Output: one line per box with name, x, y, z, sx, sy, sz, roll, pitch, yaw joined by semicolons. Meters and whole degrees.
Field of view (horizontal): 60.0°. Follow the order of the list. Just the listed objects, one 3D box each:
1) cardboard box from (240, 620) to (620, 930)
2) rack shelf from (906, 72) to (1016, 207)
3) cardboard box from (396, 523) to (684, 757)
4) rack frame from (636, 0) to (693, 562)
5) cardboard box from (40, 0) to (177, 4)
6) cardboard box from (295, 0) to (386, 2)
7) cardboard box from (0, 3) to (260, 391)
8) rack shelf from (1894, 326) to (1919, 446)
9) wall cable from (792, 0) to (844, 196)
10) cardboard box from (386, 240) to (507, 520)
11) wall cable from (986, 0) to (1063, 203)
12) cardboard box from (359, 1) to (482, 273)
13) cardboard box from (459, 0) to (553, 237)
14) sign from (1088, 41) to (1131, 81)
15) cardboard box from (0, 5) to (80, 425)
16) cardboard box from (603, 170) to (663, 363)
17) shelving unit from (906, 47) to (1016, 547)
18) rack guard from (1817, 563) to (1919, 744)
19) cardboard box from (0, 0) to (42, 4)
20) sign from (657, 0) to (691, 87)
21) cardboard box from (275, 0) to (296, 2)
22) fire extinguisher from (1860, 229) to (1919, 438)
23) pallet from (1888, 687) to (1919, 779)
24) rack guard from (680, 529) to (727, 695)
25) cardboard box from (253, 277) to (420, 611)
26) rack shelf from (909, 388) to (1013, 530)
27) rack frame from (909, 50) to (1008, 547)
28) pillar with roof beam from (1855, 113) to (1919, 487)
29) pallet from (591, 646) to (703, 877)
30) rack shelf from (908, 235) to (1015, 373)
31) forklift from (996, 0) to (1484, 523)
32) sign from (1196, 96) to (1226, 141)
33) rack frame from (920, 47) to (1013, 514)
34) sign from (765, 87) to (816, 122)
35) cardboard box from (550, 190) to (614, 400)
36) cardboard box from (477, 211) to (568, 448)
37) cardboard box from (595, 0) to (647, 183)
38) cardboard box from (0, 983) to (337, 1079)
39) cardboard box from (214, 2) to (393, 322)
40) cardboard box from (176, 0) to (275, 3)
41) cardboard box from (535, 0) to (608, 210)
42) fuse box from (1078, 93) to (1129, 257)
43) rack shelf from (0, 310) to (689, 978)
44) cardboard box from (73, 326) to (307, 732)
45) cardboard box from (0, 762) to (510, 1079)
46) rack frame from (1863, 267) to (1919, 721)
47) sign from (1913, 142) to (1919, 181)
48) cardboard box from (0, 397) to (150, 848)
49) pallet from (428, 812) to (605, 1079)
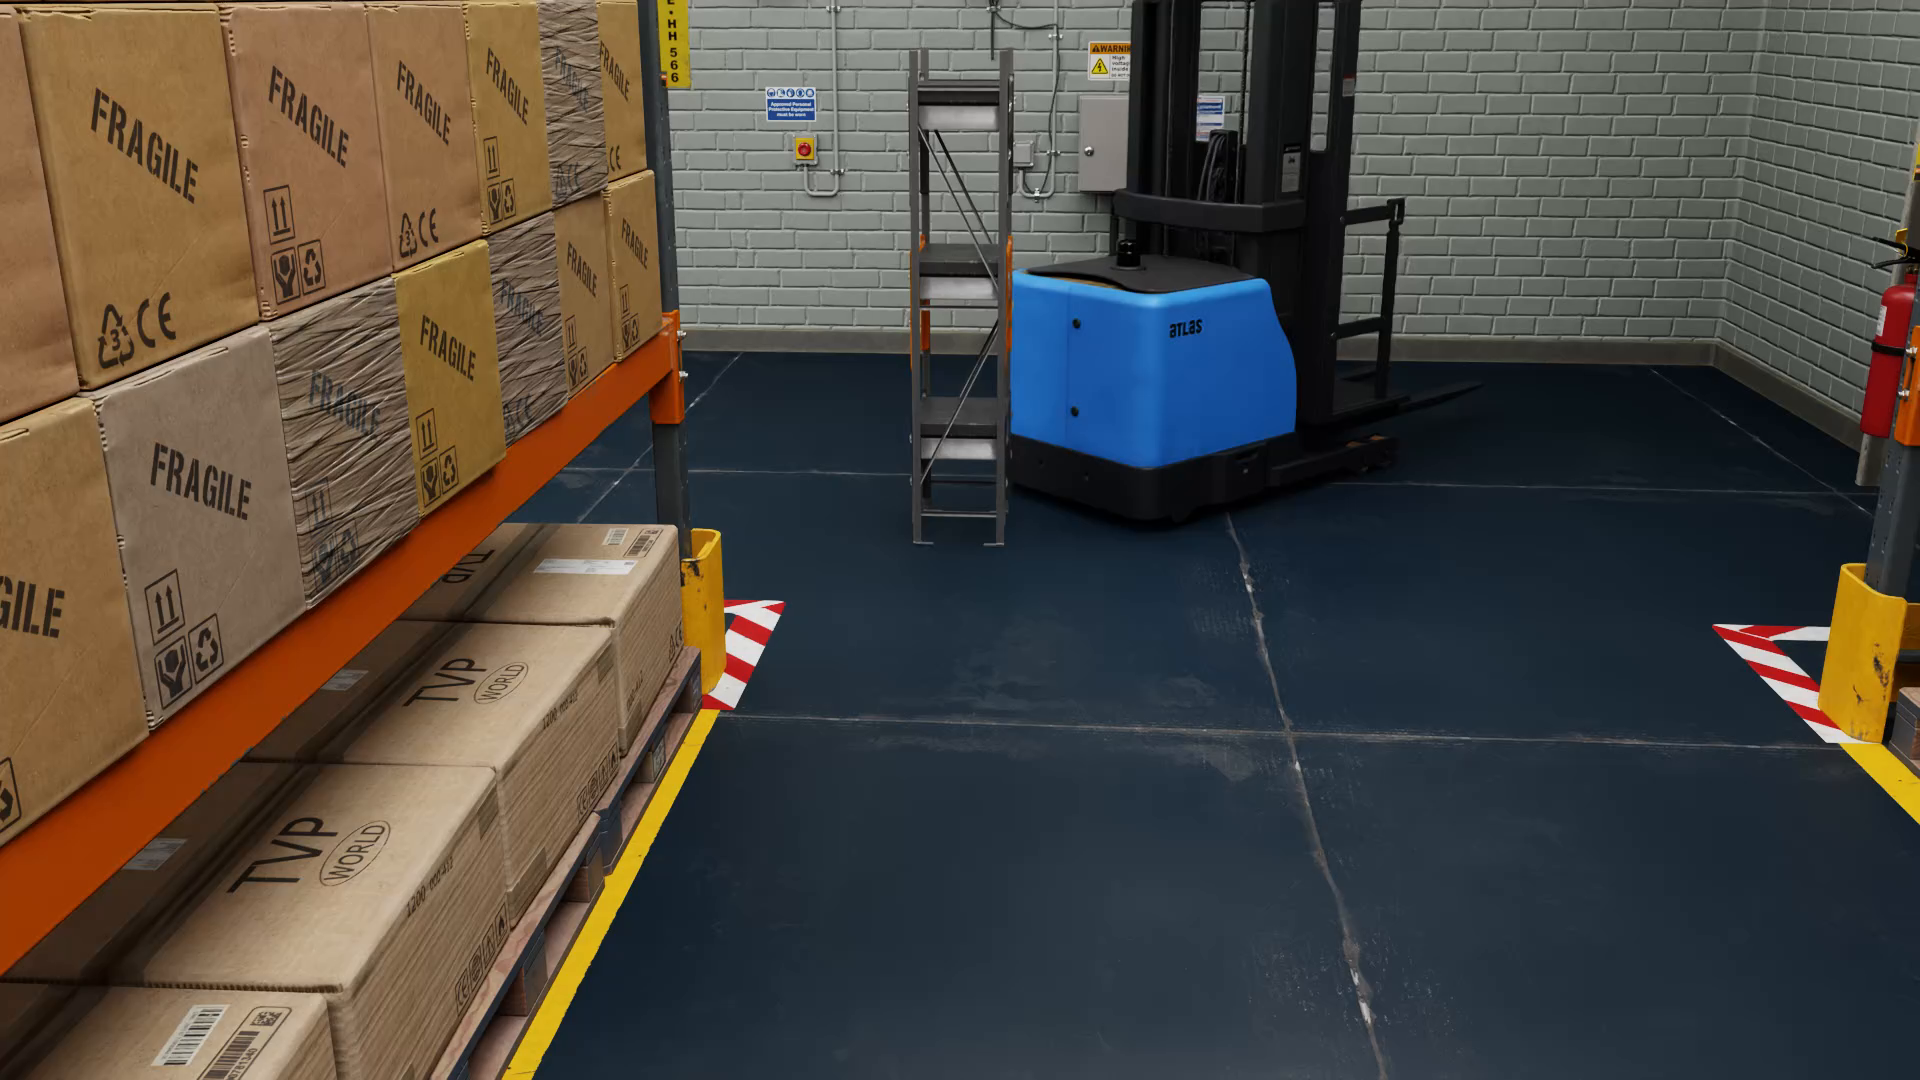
cardboard box;-1.444;0.570;4.308;0.875;0.438;0.875;2;18;5
rack shelf;0.012;-1.701;7.039;0.431;0.518;0.480;1;18;4
cardboard box;-1.387;0.285;5.176;0.875;0.438;0.875;1;18;2
rack frame;-1.439;-0.940;5.474;1.000;3.000;0.127;1;18;4
cardboard box;-1.387;-0.857;2.413;0.380;0.149;0.250;1;18;4
cardboard box;-1.317;-1.093;3.135;0.380;0.149;0.250;1;18;4
cardboard box;-1.408;-0.520;2.425;0.500;0.500;0.500;1;18;3
rack shelf;3.368;0.133;3.356;1.077;0.370;4.000;1;18;4
wall cable;-1.059;-3.189;10.658;0.585;1.953;0.123;1;18;4
cardboard box;-1.312;-0.356;3.530;0.500;0.500;0.500;2;18;6
wall cable;0.357;-3.147;10.577;0.588;1.984;0.122;1;18;4
cardboard box;-1.321;-0.835;3.388;0.500;0.500;0.500;1;18;4
cardboard box;-1.283;-0.991;3.864;0.500;0.500;0.500;1;18;4
sign;0.986;-3.058;10.611;0.339;0.242;0.001;1;18;4
cardboard box;-1.450;-0.363;1.947;0.500;0.500;0.500;1;18;4
cardboard box;-1.210;-0.832;4.984;0.500;0.500;0.500;1;18;4
shelving unit;0.012;-1.049;7.253;0.431;2.100;0.503;1;18;4
rack guard;3.506;0.381;5.457;1.175;0.500;0.348;1;18;4
cardboard box;-1.466;-0.781;2.182;0.380;0.149;0.250;1;18;3
sign;-0.899;-1.586;5.207;0.100;0.325;0.005;1;18;4
cardboard box;-1.403;-1.019;2.906;0.380;0.149;0.250;1;18;4
fire extinguisher;3.061;-0.672;5.381;0.296;0.674;0.183;1;18;4
pallet;3.450;0.766;4.746;1.003;0.211;1.213;1;18;4
rack guard;-1.438;0.240;5.886;1.175;0.500;0.348;1;18;4
cardboard box;-1.349;-0.196;3.042;0.500;0.500;0.500;1;18;4
rack shelf;0.012;-0.371;7.475;0.431;0.518;0.480;1;18;4
rack frame;-0.006;-0.973;7.022;0.400;2.100;0.015;1;18;4
pillar with roof beam;0.310;-4.595;6.993;9.100;9.000;0.400;1;18;4
pallet;-1.419;0.635;5.145;1.003;0.211;1.213;1;18;4
rack shelf;0.012;-1.036;7.257;0.431;0.518;0.480;1;18;4
forklift;1.615;-1.833;8.311;3.031;2.935;1.130;-15;24;-39
sign;1.534;-2.608;10.717;0.329;0.494;0.001;1;18;4
rack frame;0.029;-1.125;7.484;0.400;2.100;0.015;1;18;4
sign;-1.102;-2.840;10.840;0.327;0.218;0.001;1;18;4
cardboard box;-1.261;-0.676;4.509;0.500;0.500;0.500;1;18;3
cardboard box;-1.288;-0.516;4.021;0.500;0.500;0.500;2;18;6
cardboard box;-1.237;-1.308;4.830;0.500;0.500;0.500;2;18;6
cardboard box;-1.574;1.128;2.604;0.875;0.438;0.875;1;18;3
cardboard box;-1.360;-0.678;2.910;0.500;0.500;0.500;2;18;5
cardboard box;-1.339;-0.939;2.663;0.380;0.149;0.250;1;18;2
cardboard box;-1.245;-1.145;4.333;0.500;0.500;0.500;1;18;4
fuse box;1.026;-1.987;10.740;0.539;1.711;0.414;1;18;4
rack shelf;-1.583;0.023;3.691;1.077;0.370;4.000;1;18;4
cardboard box;-1.391;-0.041;2.571;0.500;0.500;0.500;1;18;4
cardboard box;-1.511;0.850;3.453;0.875;0.438;0.875;1;18;2
rack frame;3.512;-0.830;5.140;1.000;3.000;0.127;1;18;4
sign;2.970;-1.254;5.042;0.100;0.325;0.005;1;18;4
cardboard box;-1.431;0.115;2.094;0.500;0.500;0.500;2;18;6
pallet;-1.509;1.013;3.992;1.003;0.211;1.213;1;18;4
